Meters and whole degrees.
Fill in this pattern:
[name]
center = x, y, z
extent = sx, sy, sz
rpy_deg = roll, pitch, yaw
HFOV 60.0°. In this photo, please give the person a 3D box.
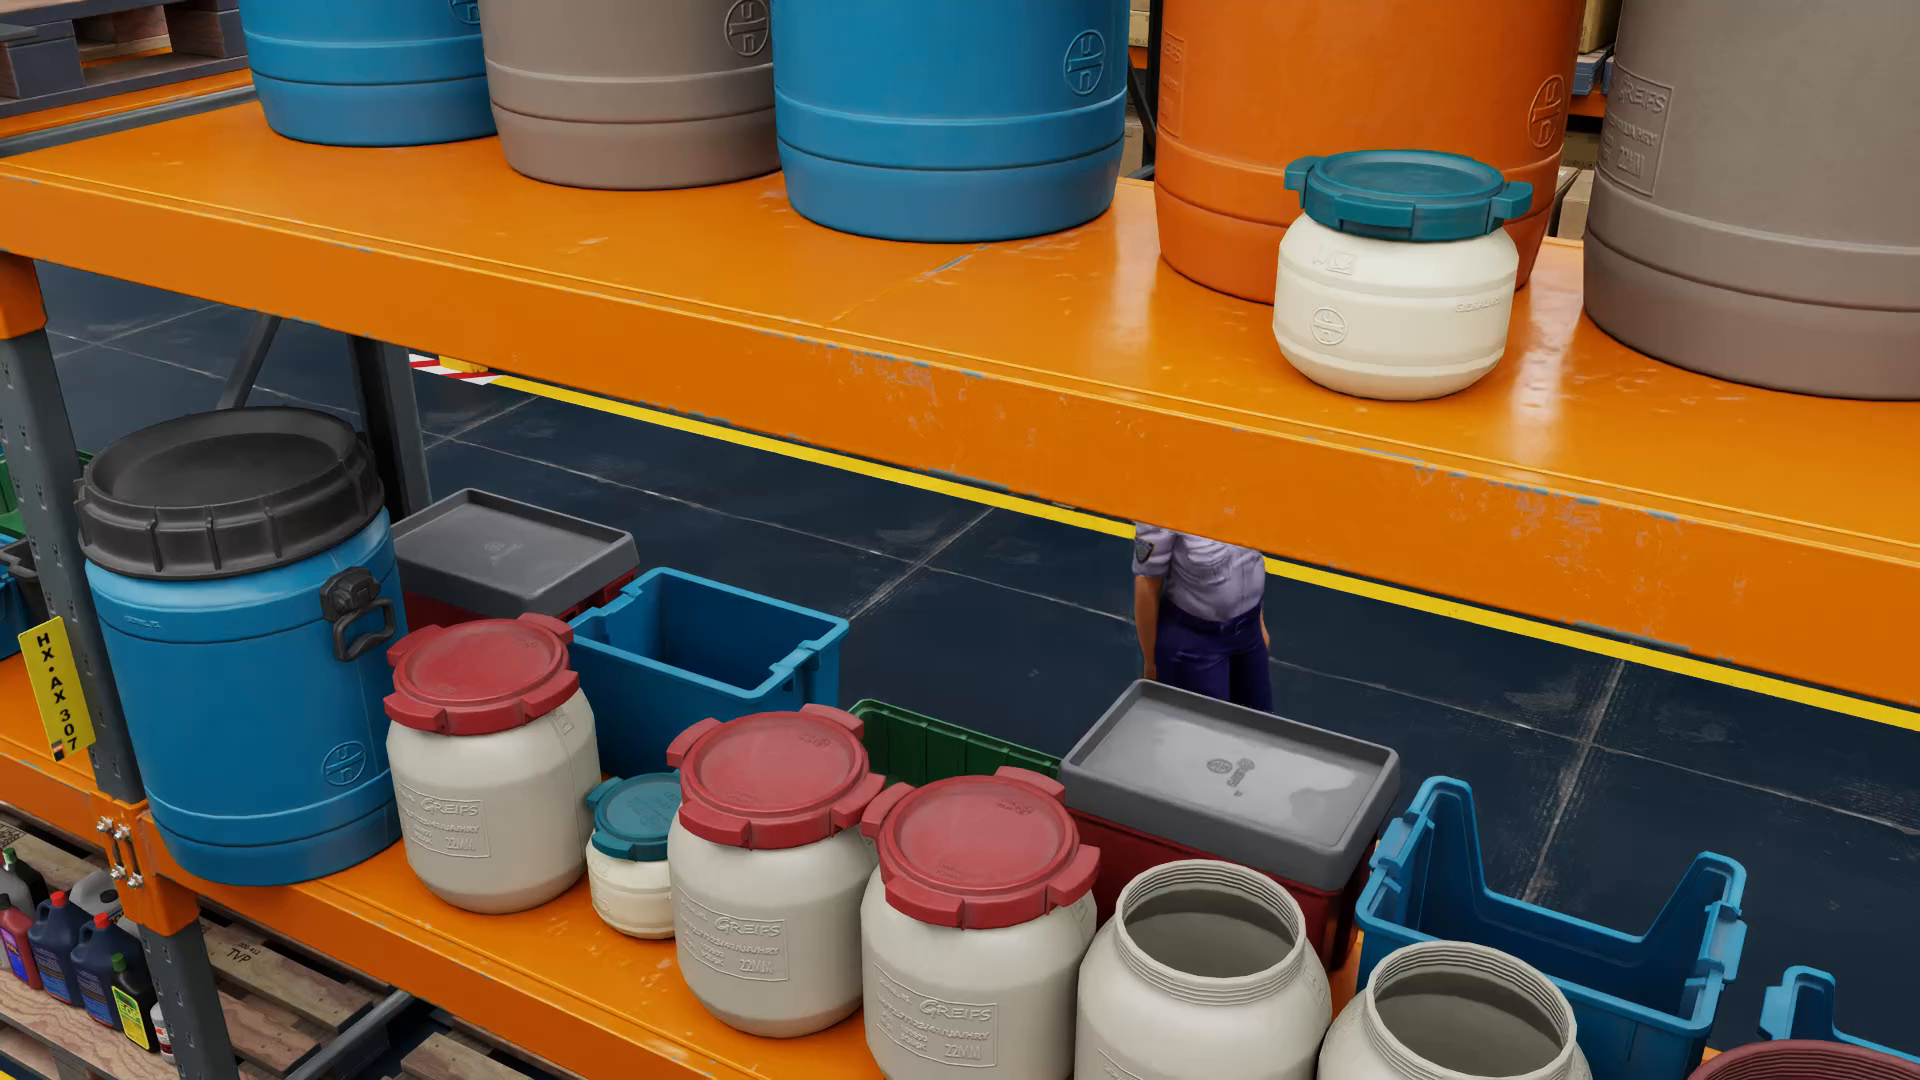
[person]
center = 0.820, 0.329, 5.441
extent = 0.489, 1.617, 0.738
rpy_deg = -22, 34, -37
